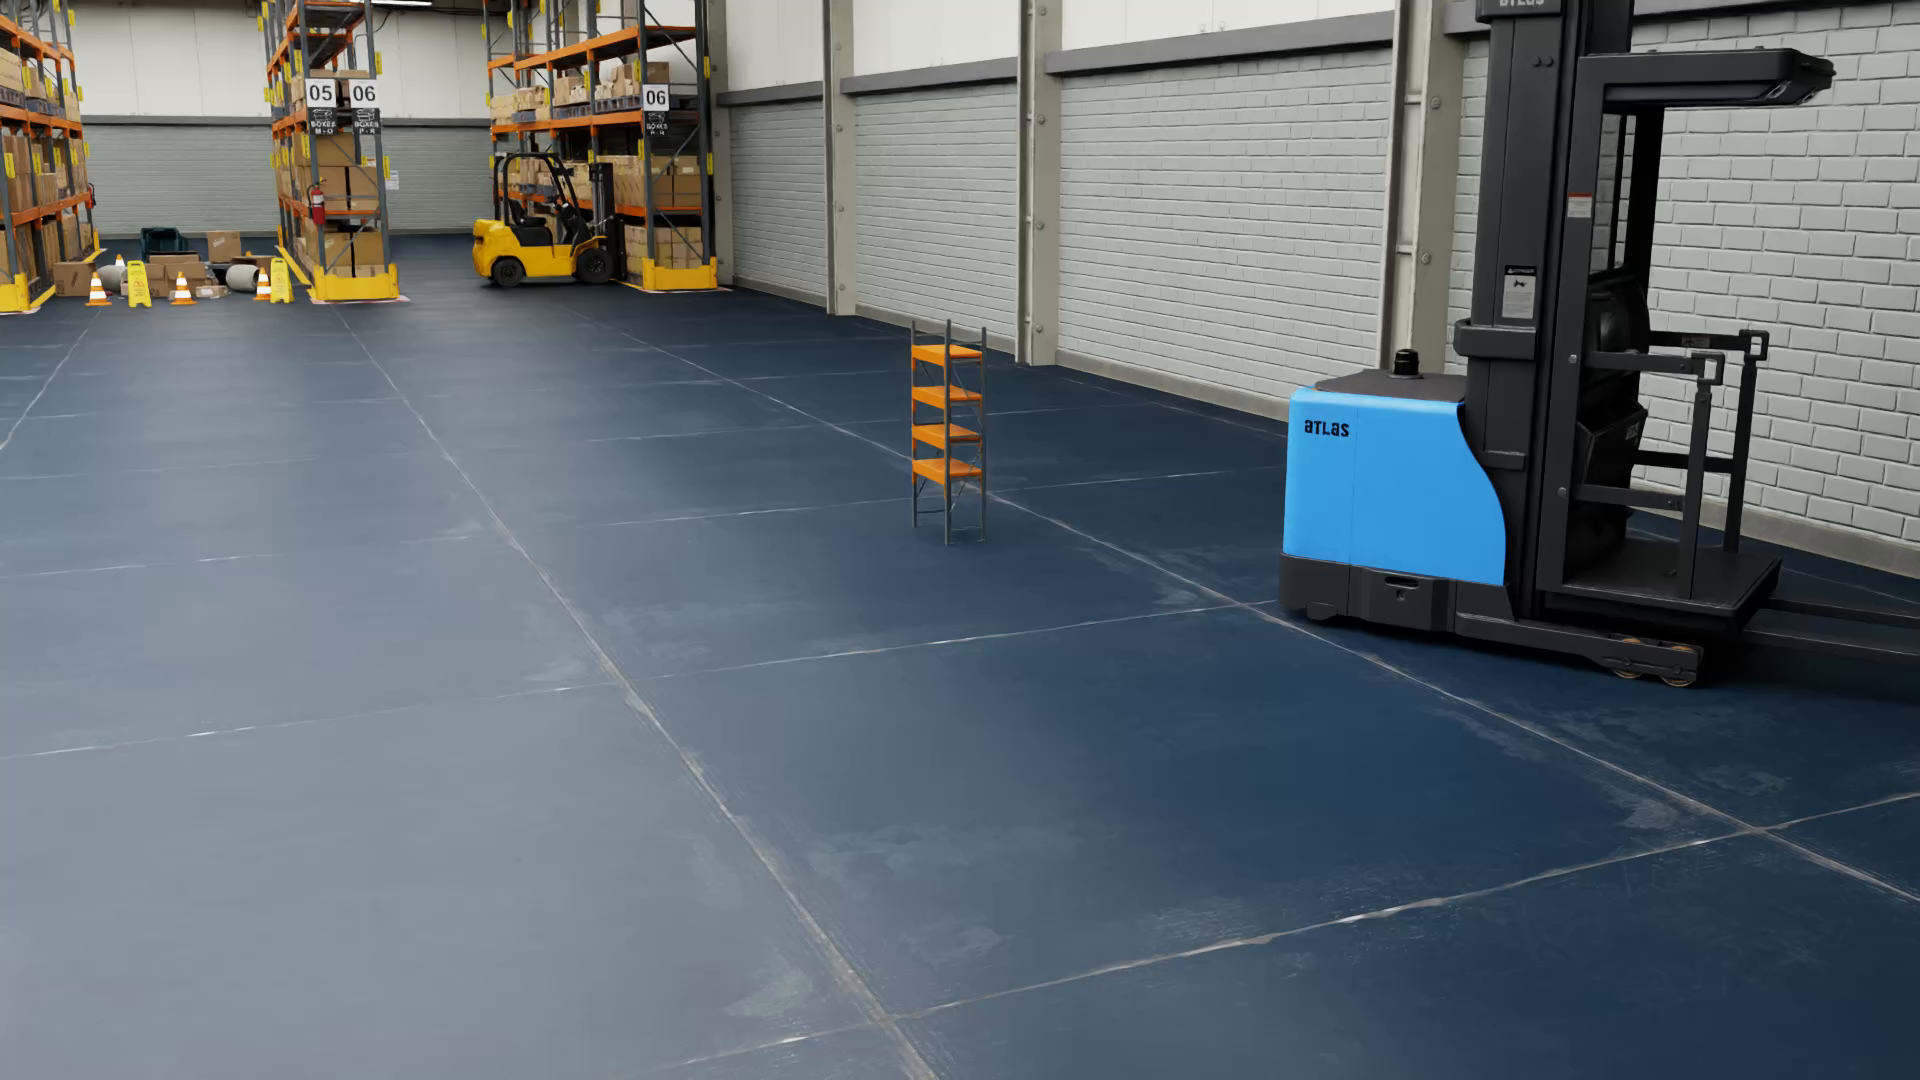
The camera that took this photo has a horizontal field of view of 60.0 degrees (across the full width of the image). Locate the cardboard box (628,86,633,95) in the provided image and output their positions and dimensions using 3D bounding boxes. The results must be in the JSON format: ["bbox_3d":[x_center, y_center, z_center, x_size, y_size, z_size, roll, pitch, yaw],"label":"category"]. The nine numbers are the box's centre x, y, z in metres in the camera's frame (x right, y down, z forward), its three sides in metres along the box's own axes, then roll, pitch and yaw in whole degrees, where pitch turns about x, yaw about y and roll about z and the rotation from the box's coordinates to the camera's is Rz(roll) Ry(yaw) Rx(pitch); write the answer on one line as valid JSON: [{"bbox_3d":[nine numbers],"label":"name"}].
[{"bbox_3d":[-5.166,-7.299,27.005,0.380,0.149,0.250,-6,14,-25],"label":"cardboard box"}]

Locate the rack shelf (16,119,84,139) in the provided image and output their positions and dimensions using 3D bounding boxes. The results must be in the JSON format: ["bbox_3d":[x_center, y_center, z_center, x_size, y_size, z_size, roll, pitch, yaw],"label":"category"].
[{"bbox_3d":[-19.205,-8.649,35.030,1.077,0.370,4.000,-6,14,-23],"label":"rack shelf"}]

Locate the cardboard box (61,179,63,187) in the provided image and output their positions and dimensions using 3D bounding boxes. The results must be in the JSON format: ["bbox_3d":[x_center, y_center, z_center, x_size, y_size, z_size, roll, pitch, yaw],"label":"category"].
[{"bbox_3d":[-17.644,-6.929,32.281,0.380,0.149,0.250,-6,14,-25],"label":"cardboard box"}]

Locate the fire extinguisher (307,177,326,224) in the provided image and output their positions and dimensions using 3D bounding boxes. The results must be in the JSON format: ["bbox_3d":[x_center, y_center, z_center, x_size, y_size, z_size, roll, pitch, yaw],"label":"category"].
[{"bbox_3d":[-9.479,-5.011,24.538,0.296,0.674,0.183,-6,14,-23],"label":"fire extinguisher"}]

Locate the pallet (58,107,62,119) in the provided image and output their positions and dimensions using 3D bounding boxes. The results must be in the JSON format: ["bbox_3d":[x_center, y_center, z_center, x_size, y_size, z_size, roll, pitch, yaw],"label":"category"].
[{"bbox_3d":[-17.836,-8.144,31.667,1.213,0.211,1.003,-6,14,-23],"label":"pallet"}]

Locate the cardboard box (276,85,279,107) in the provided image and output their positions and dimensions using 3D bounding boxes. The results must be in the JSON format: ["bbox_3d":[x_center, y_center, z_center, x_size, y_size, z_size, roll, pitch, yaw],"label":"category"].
[{"bbox_3d":[-13.278,-8.819,33.016,0.500,0.500,0.500,-5,14,-22],"label":"cardboard box"}]

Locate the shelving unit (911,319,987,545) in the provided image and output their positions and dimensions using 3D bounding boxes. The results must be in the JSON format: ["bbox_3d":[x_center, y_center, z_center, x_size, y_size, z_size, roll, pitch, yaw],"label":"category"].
[{"bbox_3d":[-0.066,-0.619,9.382,0.258,1.200,0.503,-6,14,-23],"label":"shelving unit"}]

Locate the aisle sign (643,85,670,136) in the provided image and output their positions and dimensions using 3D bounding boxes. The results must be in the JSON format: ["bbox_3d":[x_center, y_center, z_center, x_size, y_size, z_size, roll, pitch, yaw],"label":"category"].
[{"bbox_3d":[-4.798,-6.789,26.286,0.394,0.787,0.004,-6,14,-23],"label":"aisle sign"}]

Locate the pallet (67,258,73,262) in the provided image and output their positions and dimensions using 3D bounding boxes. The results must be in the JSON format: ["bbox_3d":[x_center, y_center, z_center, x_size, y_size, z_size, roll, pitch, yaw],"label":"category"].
[{"bbox_3d":[-17.114,-5.101,30.944,1.003,0.211,1.213,-6,14,-23],"label":"pallet"}]

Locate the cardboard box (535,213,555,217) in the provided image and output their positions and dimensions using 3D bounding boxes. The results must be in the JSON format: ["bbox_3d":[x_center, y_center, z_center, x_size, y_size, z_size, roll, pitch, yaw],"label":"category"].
[{"bbox_3d":[-9.168,-7.144,36.760,0.380,0.149,0.250,-6,15,-26],"label":"cardboard box"}]

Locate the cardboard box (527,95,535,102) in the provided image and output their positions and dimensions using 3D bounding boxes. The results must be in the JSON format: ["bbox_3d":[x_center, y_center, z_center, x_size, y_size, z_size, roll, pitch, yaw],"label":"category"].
[{"bbox_3d":[-8.974,-9.365,35.273,0.380,0.149,0.250,-6,14,-23],"label":"cardboard box"}]

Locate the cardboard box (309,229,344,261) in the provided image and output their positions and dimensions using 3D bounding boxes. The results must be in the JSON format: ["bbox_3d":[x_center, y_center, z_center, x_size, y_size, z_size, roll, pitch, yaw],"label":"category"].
[{"bbox_3d":[-10.070,-4.698,26.521,0.500,0.500,0.500,-6,14,-24],"label":"cardboard box"}]

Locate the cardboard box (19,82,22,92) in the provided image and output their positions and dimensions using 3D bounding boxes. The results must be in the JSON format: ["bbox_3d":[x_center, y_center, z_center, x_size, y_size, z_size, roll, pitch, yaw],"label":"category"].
[{"bbox_3d":[-14.660,-6.966,25.567,0.380,0.149,0.250,-5,14,-22],"label":"cardboard box"}]

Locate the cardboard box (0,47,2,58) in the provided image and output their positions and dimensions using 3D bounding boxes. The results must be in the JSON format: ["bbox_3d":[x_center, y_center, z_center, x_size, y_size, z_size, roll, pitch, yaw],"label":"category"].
[{"bbox_3d":[-13.742,-6.881,23.432,0.380,0.149,0.250,-5,14,-22],"label":"cardboard box"}]

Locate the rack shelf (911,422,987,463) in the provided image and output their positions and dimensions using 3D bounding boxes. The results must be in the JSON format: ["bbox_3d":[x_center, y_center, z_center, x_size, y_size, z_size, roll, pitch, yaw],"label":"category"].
[{"bbox_3d":[-0.066,-0.553,9.397,0.258,0.148,0.480,-6,14,-23],"label":"rack shelf"}]

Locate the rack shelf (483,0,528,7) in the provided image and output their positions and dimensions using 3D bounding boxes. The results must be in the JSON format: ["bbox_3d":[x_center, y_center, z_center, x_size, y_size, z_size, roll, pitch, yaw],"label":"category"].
[{"bbox_3d":[-10.164,-12.647,38.279,1.077,0.370,4.000,-6,14,-23],"label":"rack shelf"}]

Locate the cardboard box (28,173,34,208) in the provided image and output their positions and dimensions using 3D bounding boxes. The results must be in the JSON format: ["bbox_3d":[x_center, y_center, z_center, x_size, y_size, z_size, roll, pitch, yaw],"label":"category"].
[{"bbox_3d":[-15.041,-5.470,26.019,0.875,0.550,0.550,-6,14,-23],"label":"cardboard box"}]

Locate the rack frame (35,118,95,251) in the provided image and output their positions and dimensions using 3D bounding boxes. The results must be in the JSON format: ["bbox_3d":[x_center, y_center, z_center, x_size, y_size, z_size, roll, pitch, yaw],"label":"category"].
[{"bbox_3d":[-20.006,-7.951,37.072,1.000,3.000,0.127,-6,14,-23],"label":"rack frame"}]

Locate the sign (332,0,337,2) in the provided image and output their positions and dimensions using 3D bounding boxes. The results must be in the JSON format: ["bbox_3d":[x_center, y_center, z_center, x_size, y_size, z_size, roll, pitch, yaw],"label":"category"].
[{"bbox_3d":[-11.814,-10.234,31.383,0.100,0.325,0.005,-6,14,-23],"label":"sign"}]

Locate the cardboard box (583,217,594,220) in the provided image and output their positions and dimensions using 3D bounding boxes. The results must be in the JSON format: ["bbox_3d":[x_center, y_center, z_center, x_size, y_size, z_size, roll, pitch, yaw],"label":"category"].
[{"bbox_3d":[-7.684,-6.654,34.642,0.380,0.149,0.250,-5,14,-20],"label":"cardboard box"}]

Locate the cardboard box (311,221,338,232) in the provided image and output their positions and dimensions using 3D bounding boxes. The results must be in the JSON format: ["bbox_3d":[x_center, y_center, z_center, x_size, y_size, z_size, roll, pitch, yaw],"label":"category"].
[{"bbox_3d":[-9.871,-4.872,25.832,0.380,0.149,0.250,-5,14,-21],"label":"cardboard box"}]

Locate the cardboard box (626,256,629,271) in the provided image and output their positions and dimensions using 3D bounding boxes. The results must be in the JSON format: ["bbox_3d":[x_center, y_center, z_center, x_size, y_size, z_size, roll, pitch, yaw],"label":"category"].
[{"bbox_3d":[-5.416,-4.704,28.209,0.500,0.250,0.500,-5,14,-22],"label":"cardboard box"}]

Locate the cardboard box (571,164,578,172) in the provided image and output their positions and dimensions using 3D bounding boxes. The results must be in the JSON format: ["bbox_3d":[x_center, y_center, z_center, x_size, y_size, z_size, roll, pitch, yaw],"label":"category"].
[{"bbox_3d":[-7.214,-7.113,31.792,0.380,0.149,0.250,-6,14,-24],"label":"cardboard box"}]

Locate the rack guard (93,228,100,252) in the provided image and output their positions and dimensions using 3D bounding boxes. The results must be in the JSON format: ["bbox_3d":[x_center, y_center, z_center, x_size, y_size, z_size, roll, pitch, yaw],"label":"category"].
[{"bbox_3d":[-19.976,-6.718,37.286,1.175,0.500,0.348,-6,14,-23],"label":"rack guard"}]

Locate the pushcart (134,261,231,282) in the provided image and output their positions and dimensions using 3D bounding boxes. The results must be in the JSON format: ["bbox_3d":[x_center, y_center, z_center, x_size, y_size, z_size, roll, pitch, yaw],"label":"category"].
[{"bbox_3d":[-12.774,-4.446,27.744,1.648,0.377,0.936,-12,18,-42],"label":"pushcart"}]

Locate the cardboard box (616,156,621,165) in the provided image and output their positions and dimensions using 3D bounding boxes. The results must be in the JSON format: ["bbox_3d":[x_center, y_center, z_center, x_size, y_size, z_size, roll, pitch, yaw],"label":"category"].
[{"bbox_3d":[-5.713,-6.547,28.686,0.380,0.149,0.250,-6,14,-23],"label":"cardboard box"}]

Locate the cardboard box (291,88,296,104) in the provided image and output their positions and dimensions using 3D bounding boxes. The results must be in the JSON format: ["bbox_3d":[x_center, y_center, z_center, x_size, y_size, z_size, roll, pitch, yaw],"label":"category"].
[{"bbox_3d":[-10.779,-7.358,27.528,0.500,0.250,0.500,-6,14,-24],"label":"cardboard box"}]

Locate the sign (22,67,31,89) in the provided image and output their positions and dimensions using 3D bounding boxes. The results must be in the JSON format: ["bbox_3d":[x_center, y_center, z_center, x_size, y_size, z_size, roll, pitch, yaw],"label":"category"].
[{"bbox_3d":[-14.692,-7.274,26.173,0.100,0.325,0.005,-6,14,-23],"label":"sign"}]

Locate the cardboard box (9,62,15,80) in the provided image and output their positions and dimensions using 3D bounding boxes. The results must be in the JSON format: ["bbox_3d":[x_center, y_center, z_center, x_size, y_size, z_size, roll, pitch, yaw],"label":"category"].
[{"bbox_3d":[-14.366,-6.972,24.709,0.500,0.250,0.500,-6,14,-23],"label":"cardboard box"}]

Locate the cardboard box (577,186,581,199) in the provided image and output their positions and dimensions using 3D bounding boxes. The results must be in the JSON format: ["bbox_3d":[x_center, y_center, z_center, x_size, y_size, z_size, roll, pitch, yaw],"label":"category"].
[{"bbox_3d":[-6.977,-6.605,31.589,0.500,0.250,0.500,-6,14,-23],"label":"cardboard box"}]

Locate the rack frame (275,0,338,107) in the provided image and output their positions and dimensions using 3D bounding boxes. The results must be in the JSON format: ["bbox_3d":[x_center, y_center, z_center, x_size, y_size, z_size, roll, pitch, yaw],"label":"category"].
[{"bbox_3d":[-12.307,-9.689,31.277,1.000,3.000,0.127,-6,14,-23],"label":"rack frame"}]

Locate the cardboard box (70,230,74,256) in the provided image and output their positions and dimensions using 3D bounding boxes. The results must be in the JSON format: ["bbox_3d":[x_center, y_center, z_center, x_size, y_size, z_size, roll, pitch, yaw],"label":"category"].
[{"bbox_3d":[-17.266,-5.664,31.800,0.500,0.500,0.500,-6,14,-24],"label":"cardboard box"}]

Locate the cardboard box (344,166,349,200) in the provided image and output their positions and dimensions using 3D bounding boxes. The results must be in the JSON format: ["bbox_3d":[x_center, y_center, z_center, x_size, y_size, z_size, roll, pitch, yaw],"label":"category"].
[{"bbox_3d":[-9.248,-5.537,25.759,0.500,0.500,0.500,-5,14,-21],"label":"cardboard box"}]

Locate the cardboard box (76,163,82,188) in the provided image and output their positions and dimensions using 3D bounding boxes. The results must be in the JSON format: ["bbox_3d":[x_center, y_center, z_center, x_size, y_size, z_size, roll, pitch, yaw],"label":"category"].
[{"bbox_3d":[-18.745,-7.652,34.900,0.500,0.500,0.500,-6,14,-24],"label":"cardboard box"}]

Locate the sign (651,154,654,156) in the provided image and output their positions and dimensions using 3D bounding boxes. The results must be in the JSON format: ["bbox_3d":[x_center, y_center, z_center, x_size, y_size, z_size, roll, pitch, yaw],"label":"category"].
[{"bbox_3d":[-5.650,-6.900,30.434,0.100,0.325,0.005,-6,14,-23],"label":"sign"}]

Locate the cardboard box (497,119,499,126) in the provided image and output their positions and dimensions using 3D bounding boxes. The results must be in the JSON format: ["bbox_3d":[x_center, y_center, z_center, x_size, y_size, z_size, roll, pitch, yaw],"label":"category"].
[{"bbox_3d":[-10.828,-9.953,39.628,0.380,0.149,0.250,-5,14,-22],"label":"cardboard box"}]

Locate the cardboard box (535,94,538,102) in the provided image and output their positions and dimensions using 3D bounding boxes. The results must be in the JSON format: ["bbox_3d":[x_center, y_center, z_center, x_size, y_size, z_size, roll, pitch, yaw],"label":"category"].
[{"bbox_3d":[-8.689,-9.255,34.843,0.380,0.149,0.250,-6,14,-23],"label":"cardboard box"}]

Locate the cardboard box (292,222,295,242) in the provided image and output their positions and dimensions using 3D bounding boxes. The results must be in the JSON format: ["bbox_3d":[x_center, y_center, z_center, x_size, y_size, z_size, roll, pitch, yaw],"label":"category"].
[{"bbox_3d":[-14.421,-6.873,37.167,0.875,0.438,0.875,-6,14,-25],"label":"cardboard box"}]

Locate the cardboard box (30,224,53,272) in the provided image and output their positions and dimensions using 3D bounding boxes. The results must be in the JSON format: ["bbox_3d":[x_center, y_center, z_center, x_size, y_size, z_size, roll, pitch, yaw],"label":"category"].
[{"bbox_3d":[-15.914,-4.900,27.948,1.050,0.750,0.750,-6,14,-23],"label":"cardboard box"}]

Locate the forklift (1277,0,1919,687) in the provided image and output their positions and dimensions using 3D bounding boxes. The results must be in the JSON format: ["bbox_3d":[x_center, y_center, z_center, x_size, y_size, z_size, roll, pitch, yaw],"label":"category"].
[{"bbox_3d":[2.994,-0.965,7.038,3.031,2.935,1.130,9,16,33],"label":"forklift"}]

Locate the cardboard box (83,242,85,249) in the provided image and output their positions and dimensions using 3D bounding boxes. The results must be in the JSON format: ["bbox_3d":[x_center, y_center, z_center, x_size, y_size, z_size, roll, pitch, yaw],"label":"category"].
[{"bbox_3d":[-18.362,-6.100,34.464,0.380,0.149,0.250,-5,14,-21],"label":"cardboard box"}]

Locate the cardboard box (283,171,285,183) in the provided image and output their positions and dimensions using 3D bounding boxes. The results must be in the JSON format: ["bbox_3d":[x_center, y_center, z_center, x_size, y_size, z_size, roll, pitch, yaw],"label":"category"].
[{"bbox_3d":[-13.579,-7.435,34.066,0.500,0.250,0.500,-5,14,-22],"label":"cardboard box"}]

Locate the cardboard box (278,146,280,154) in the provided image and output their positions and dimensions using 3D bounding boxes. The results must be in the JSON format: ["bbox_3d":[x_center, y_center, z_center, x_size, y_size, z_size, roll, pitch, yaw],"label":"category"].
[{"bbox_3d":[-14.351,-8.201,35.713,0.500,0.500,0.500,-6,14,-23],"label":"cardboard box"}]

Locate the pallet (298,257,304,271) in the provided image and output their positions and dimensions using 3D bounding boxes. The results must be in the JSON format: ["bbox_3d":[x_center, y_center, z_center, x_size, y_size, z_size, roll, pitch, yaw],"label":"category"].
[{"bbox_3d":[-11.995,-5.246,31.569,1.003,0.211,1.213,-6,14,-23],"label":"pallet"}]

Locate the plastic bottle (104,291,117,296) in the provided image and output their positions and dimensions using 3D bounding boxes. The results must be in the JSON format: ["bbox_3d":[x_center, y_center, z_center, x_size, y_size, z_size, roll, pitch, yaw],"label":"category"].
[{"bbox_3d":[-13.174,-3.797,25.640,0.283,0.061,0.133,-12,18,-42],"label":"plastic bottle"}]

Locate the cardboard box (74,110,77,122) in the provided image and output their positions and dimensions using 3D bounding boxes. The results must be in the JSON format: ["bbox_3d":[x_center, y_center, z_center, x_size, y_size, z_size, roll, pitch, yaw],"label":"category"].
[{"bbox_3d":[-18.953,-8.953,35.081,0.500,0.250,0.500,-5,14,-20],"label":"cardboard box"}]

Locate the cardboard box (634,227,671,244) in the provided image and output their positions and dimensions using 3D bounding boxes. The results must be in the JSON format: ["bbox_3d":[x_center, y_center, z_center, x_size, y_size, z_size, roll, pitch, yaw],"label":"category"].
[{"bbox_3d":[-5.026,-4.982,27.192,0.500,0.250,0.500,-5,14,-21],"label":"cardboard box"}]

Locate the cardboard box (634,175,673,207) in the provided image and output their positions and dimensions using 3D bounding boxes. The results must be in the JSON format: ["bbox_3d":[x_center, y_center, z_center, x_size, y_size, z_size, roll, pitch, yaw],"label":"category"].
[{"bbox_3d":[-4.993,-5.689,27.078,0.500,0.500,0.500,-6,14,-24],"label":"cardboard box"}]

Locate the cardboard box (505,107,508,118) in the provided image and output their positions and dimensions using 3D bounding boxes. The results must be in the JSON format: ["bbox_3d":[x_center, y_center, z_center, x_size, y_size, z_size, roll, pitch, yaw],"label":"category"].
[{"bbox_3d":[-10.198,-9.865,38.364,0.500,0.250,0.500,-5,14,-22],"label":"cardboard box"}]

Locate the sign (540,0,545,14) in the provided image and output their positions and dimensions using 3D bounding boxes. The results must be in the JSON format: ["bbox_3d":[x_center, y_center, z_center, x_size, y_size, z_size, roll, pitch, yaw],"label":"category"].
[{"bbox_3d":[-8.253,-10.581,32.882,0.100,0.325,0.005,-6,14,-23],"label":"sign"}]
